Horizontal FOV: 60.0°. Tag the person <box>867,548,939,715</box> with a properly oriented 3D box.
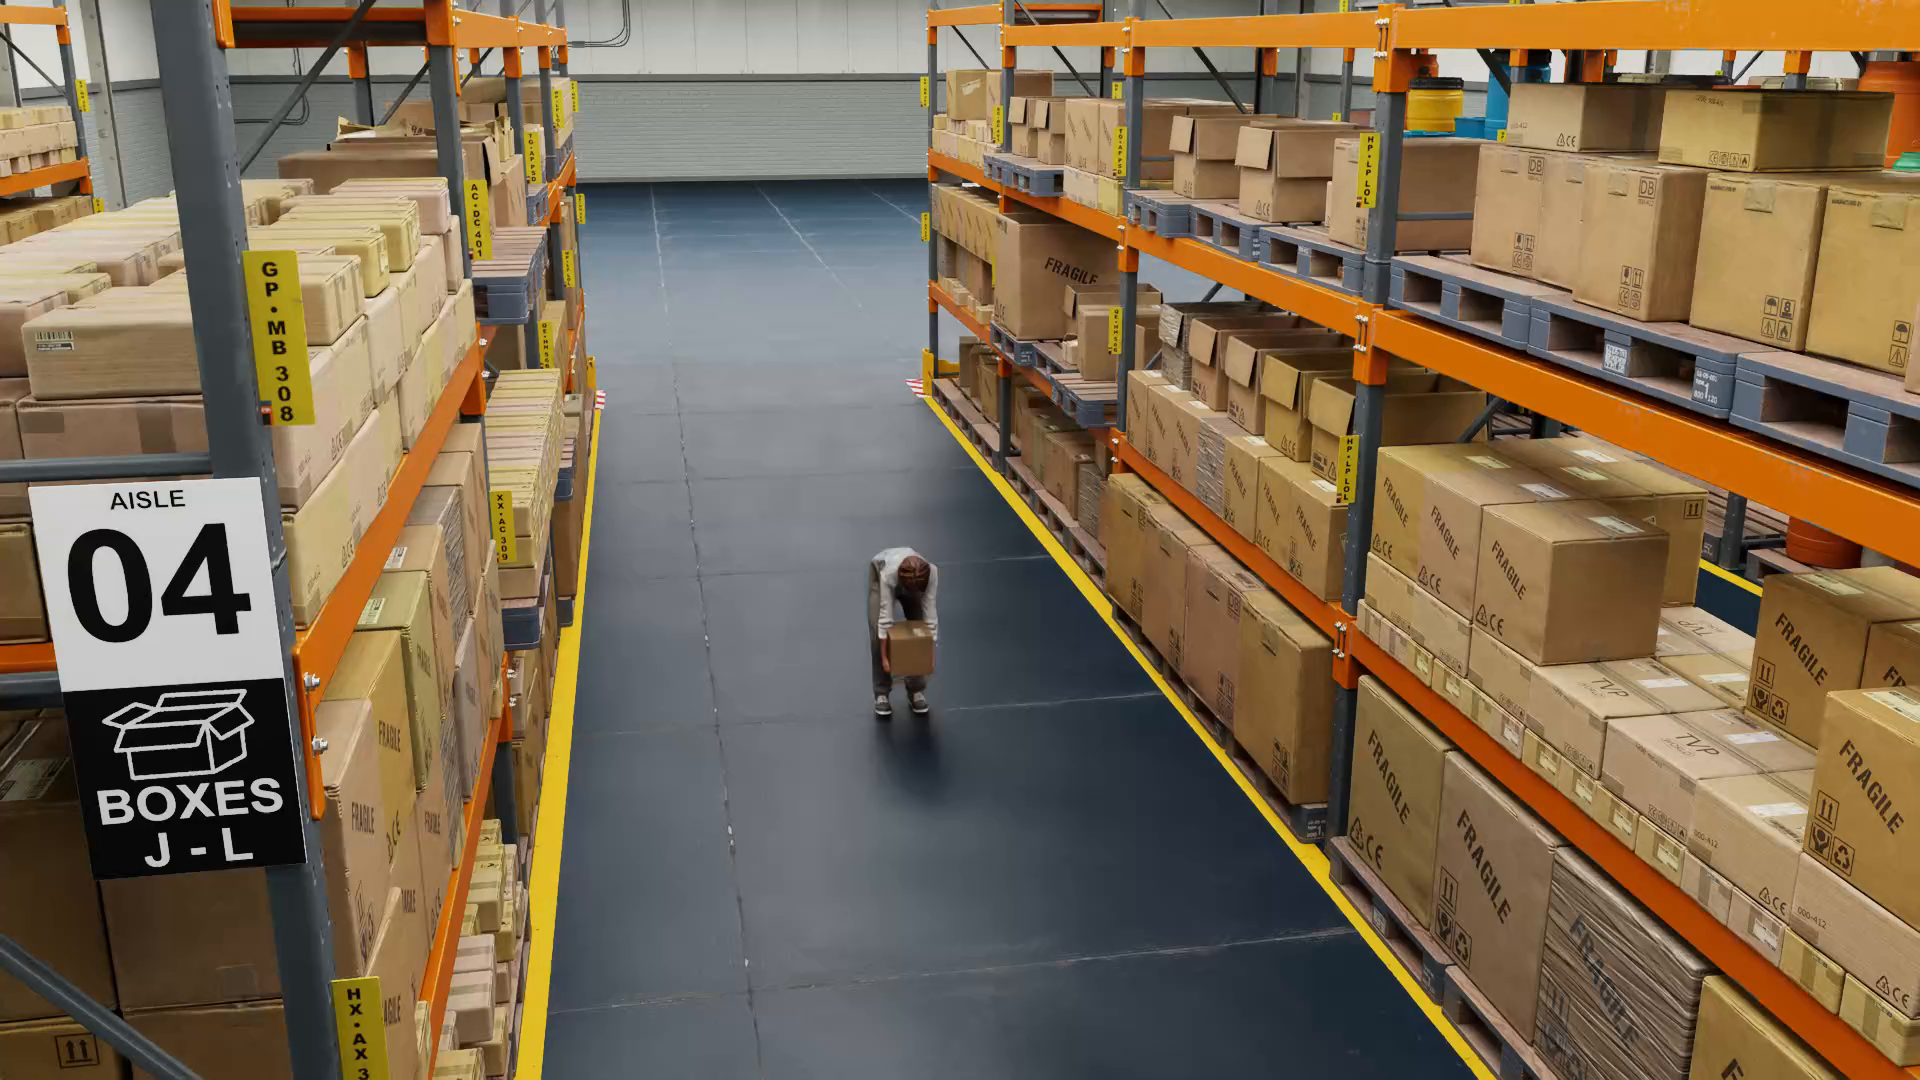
[{"bbox_3d":[-0.332,0.559,9.992,0.385,1.139,0.848,-4,17,-12],"label":"person"}]
